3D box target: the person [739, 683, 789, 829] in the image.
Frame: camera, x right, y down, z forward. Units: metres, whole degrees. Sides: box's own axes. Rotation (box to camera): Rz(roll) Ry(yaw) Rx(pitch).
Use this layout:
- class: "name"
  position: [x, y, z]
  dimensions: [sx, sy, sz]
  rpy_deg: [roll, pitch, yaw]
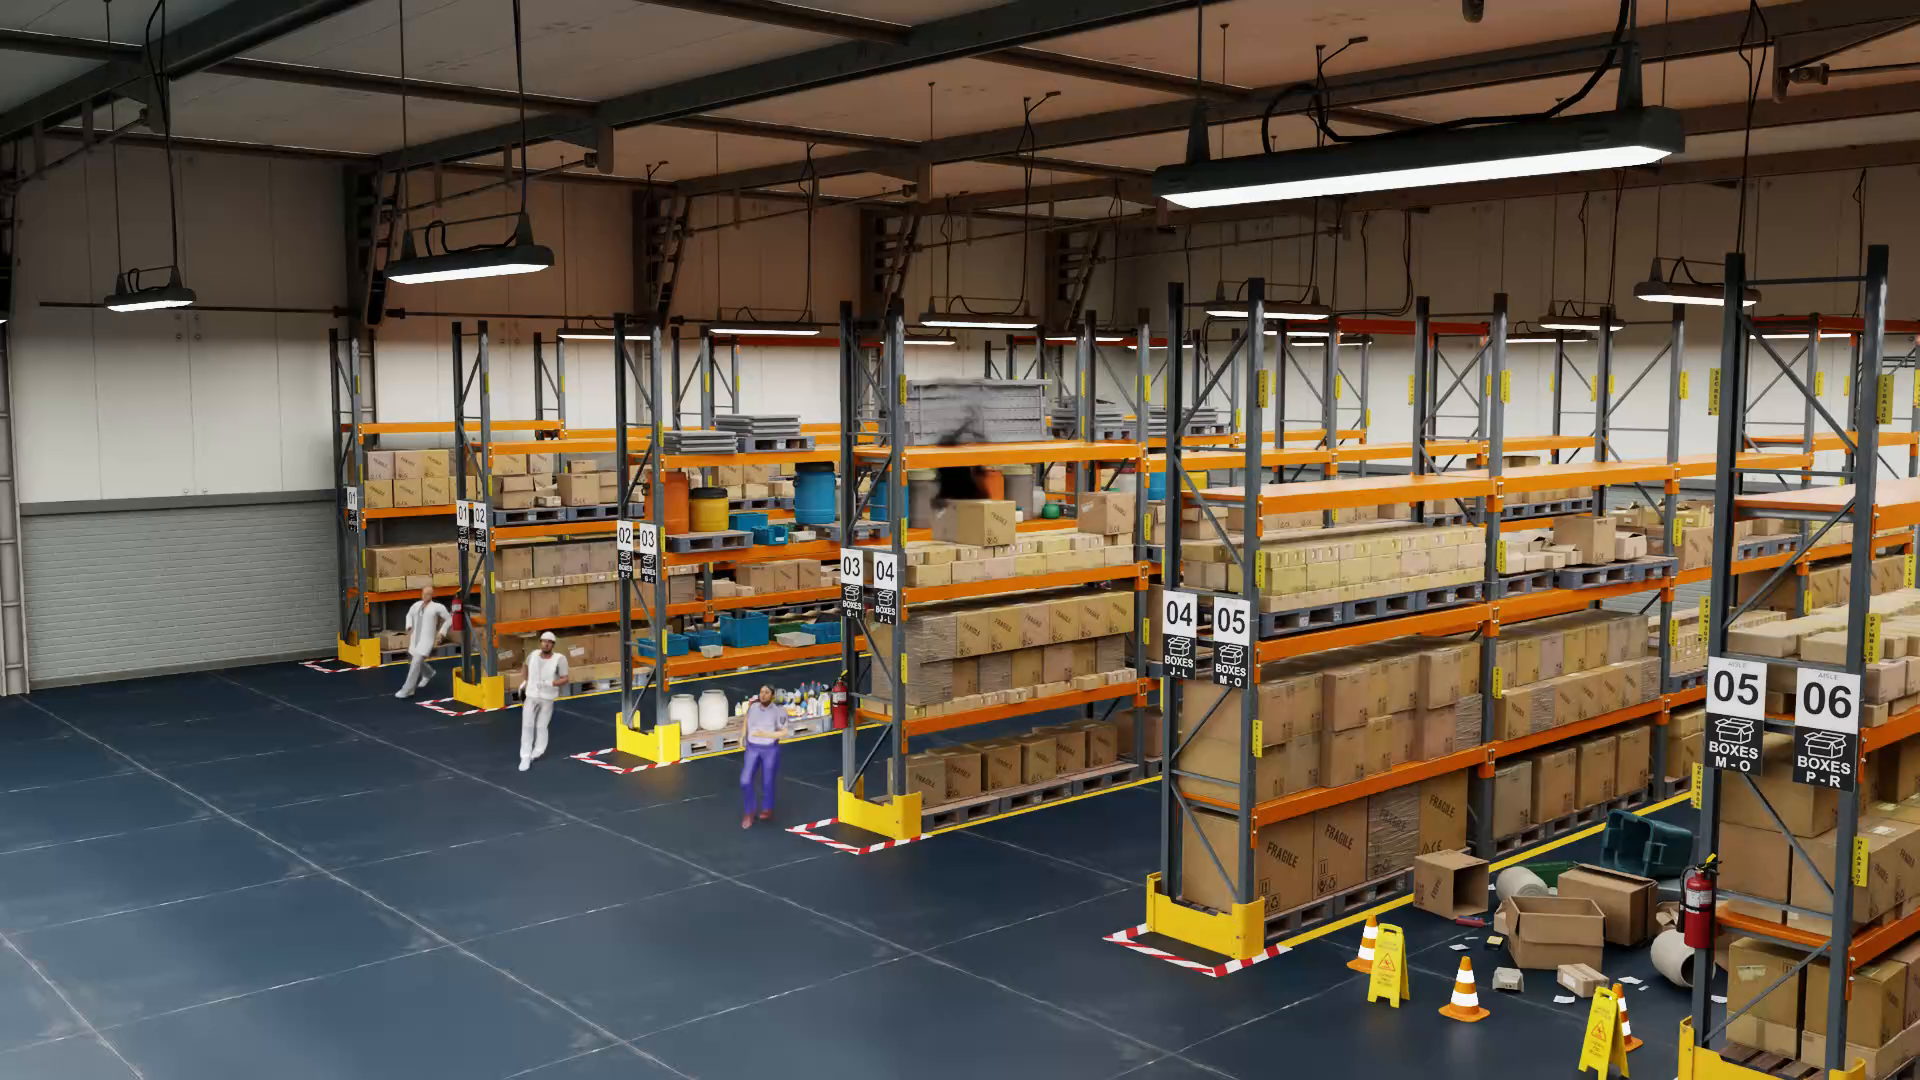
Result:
- class: "person"
  position: [-2.253, 2.485, 19.147]
  dimensions: [0.603, 1.686, 0.651]
  rpy_deg: [1, 6, 7]

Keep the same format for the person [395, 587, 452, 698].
- class: "person"
  position: [-8.660, 1.625, 26.883]
  dimensions: [0.770, 1.739, 1.049]
  rpy_deg: [2, 6, 21]

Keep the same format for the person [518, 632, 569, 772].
- class: "person"
  position: [-5.529, 2.104, 22.024]
  dimensions: [0.705, 1.767, 0.833]
  rpy_deg: [0, 6, -2]
